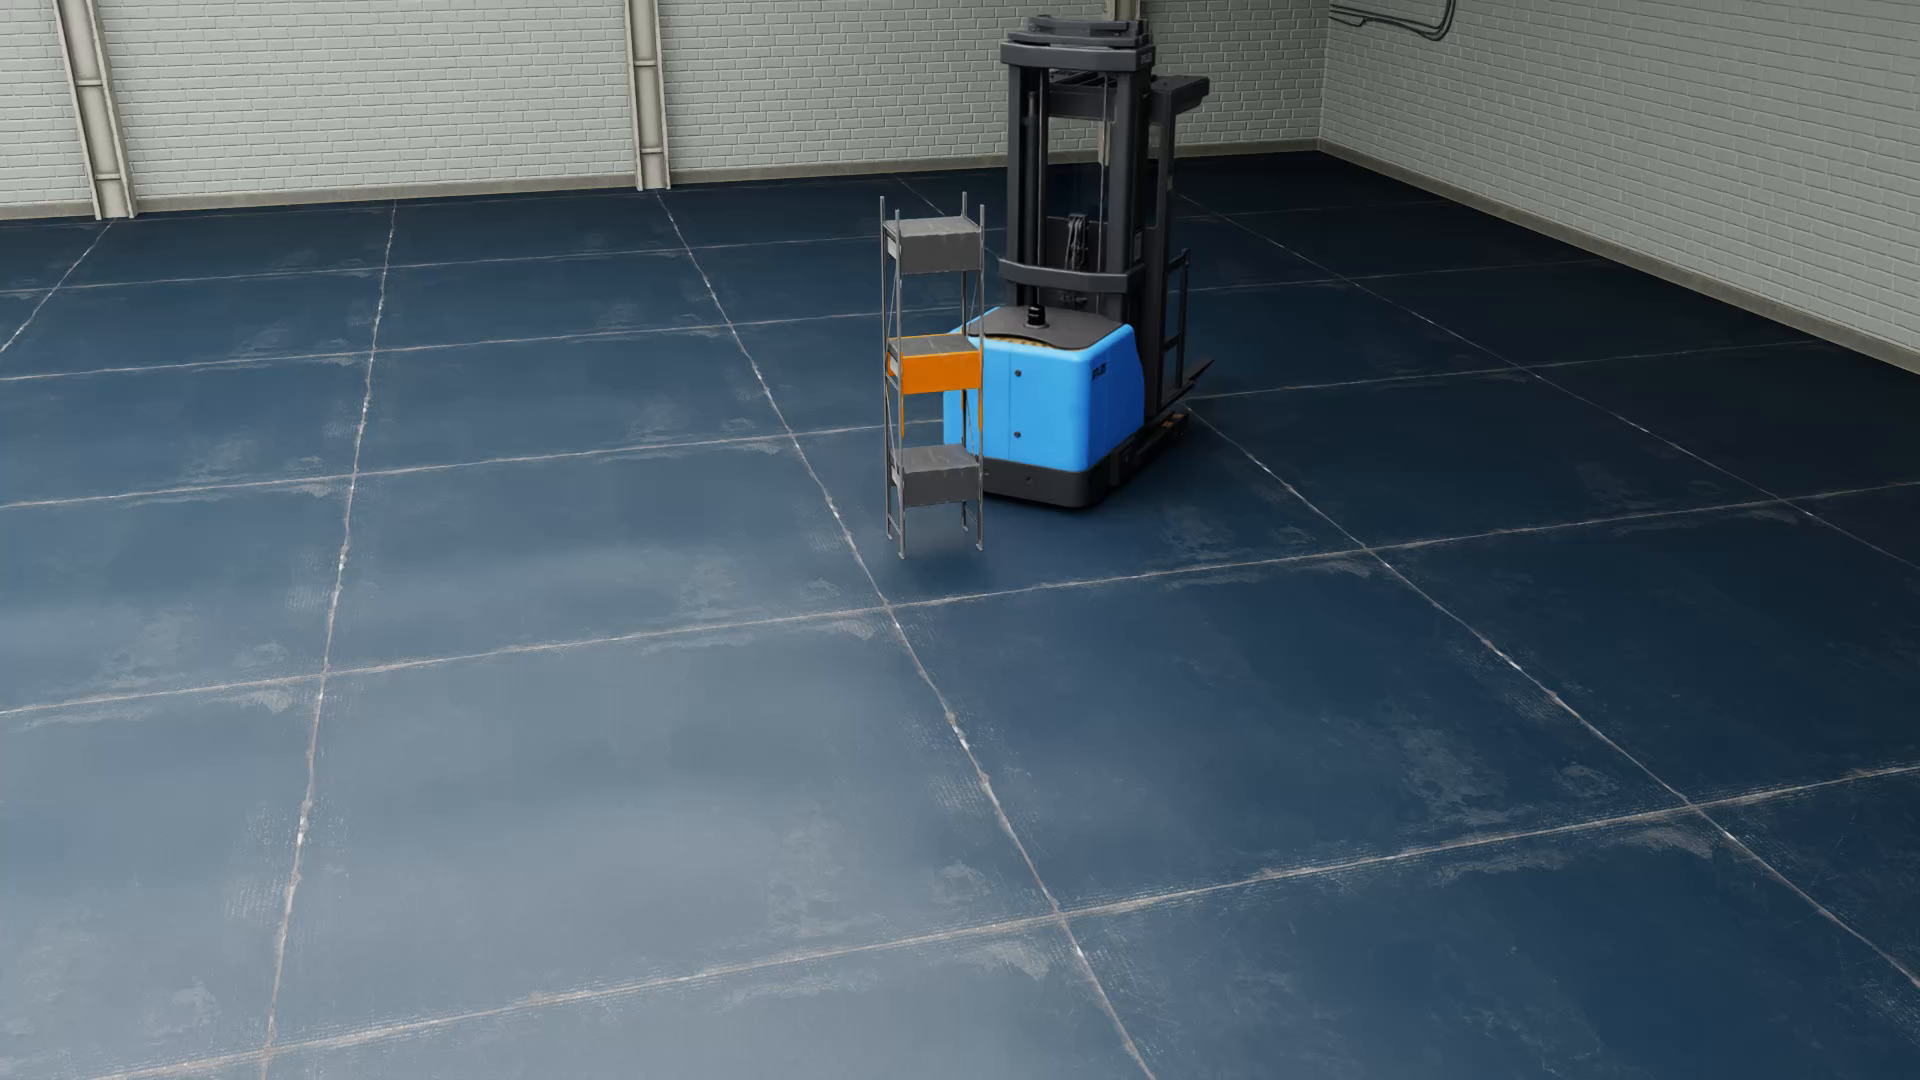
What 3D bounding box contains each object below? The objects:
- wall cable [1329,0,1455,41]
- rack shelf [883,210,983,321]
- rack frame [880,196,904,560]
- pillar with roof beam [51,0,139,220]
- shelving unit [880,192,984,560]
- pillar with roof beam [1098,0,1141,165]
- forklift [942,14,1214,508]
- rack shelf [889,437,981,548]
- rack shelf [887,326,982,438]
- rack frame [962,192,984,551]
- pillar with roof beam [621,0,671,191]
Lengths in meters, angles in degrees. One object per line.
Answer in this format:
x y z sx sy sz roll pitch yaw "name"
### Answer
5.232 -7.460 20.161 0.112 2.526 3.097 -6 24 -14 "wall cable"
-0.159 -1.578 9.524 0.480 0.518 0.431 -6 24 -14 "rack shelf"
-0.394 -0.921 9.734 0.015 2.100 0.400 -6 24 -14 "rack frame"
-8.352 -6.162 13.200 0.400 9.000 9.100 -6 24 -14 "pillar with roof beam"
-0.159 -0.947 9.795 0.503 2.100 0.431 -6 24 -14 "shelving unit"
3.202 -7.441 16.179 0.400 9.000 9.100 -6 24 -14 "pillar with roof beam"
0.998 -2.097 11.419 1.130 2.935 3.031 11 26 25 "forklift"
-0.159 -0.291 10.076 0.480 0.518 0.431 -6 24 -14 "rack shelf"
-0.159 -0.935 9.800 0.480 0.518 0.431 -6 24 -14 "rack shelf"
0.076 -0.973 9.855 0.015 2.100 0.400 -6 24 -14 "rack frame"
-2.575 -6.802 14.689 0.400 9.000 9.100 -6 24 -14 "pillar with roof beam"
